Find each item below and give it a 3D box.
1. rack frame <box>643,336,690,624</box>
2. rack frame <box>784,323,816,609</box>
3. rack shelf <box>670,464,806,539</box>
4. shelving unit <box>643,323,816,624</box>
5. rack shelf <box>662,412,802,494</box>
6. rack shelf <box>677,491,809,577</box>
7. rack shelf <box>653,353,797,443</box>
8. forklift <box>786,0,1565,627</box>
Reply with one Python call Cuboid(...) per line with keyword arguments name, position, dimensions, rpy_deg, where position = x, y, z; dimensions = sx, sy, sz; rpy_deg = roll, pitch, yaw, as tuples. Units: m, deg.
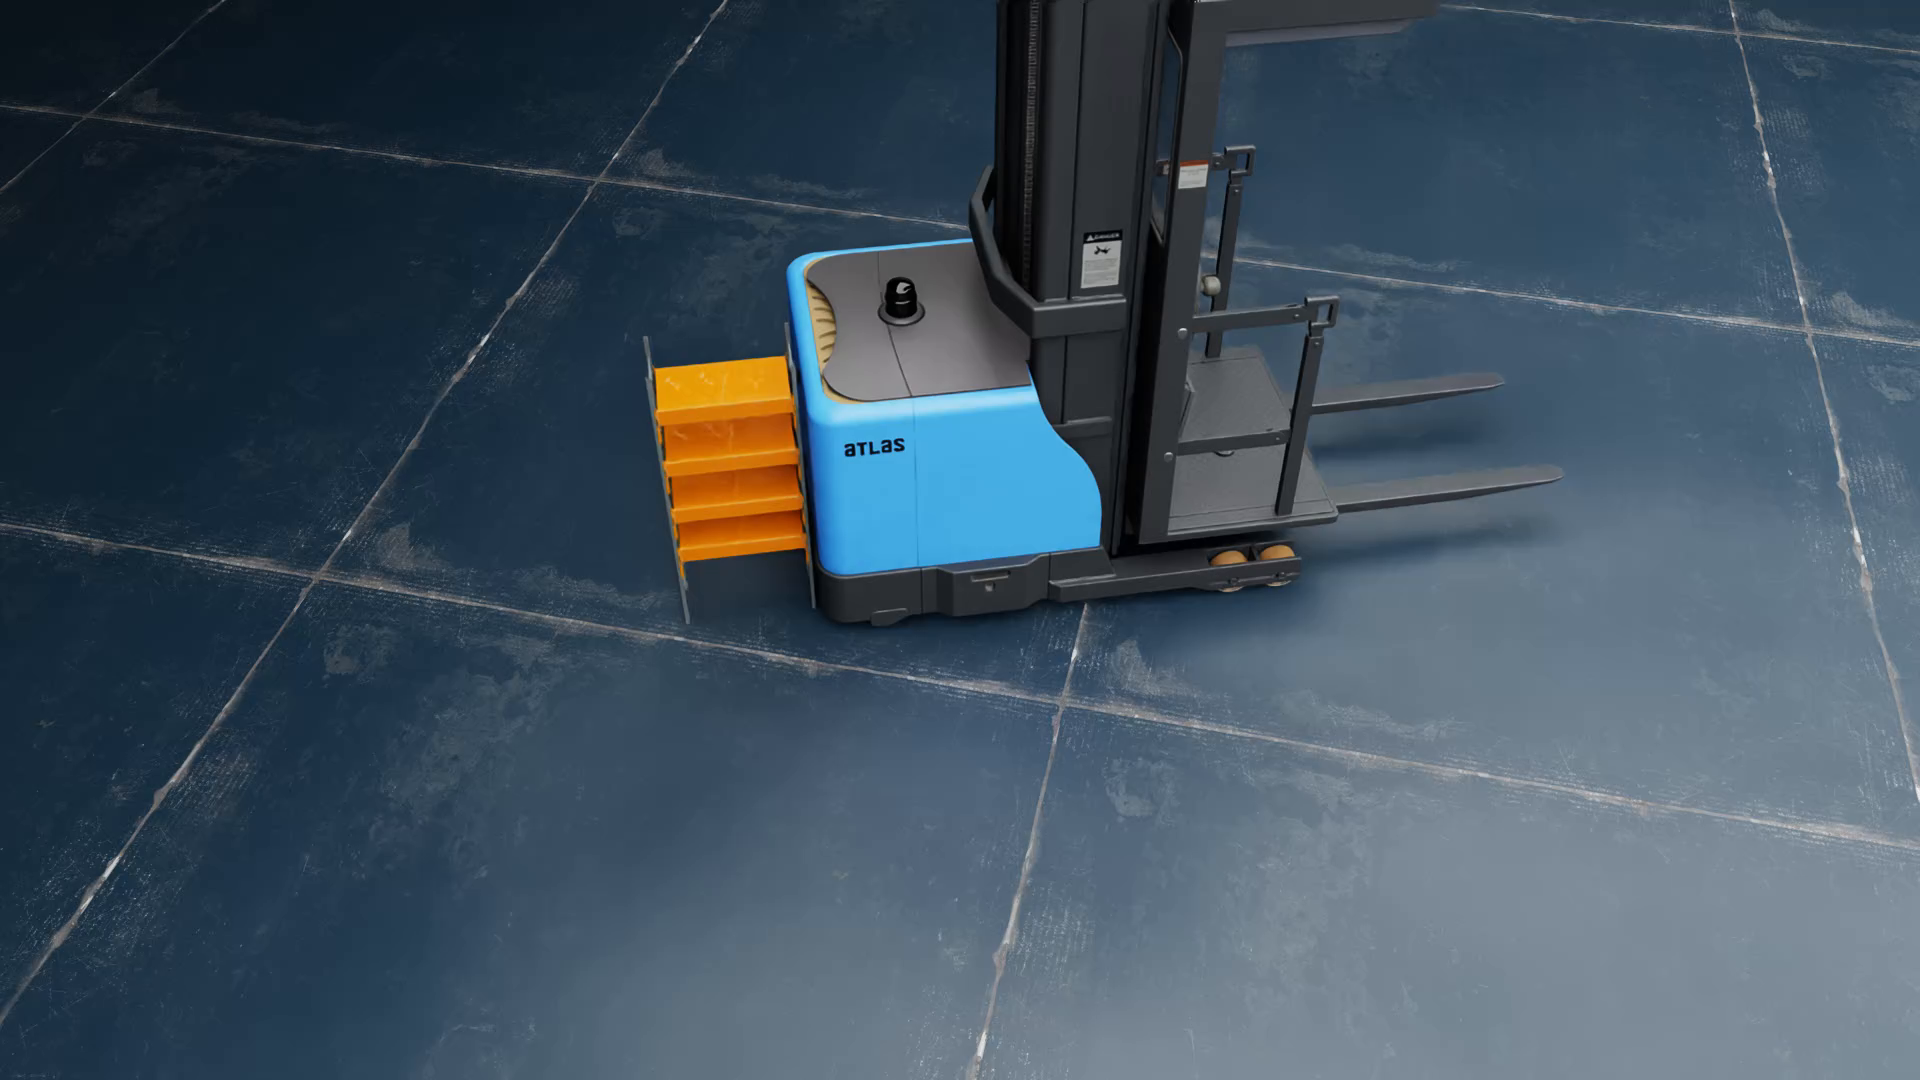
Cuboid(name="rack frame", position=(-1.068, -0.190, 6.082), dimensions=(0.015, 1.200, 0.240), rpy_deg=(-7, 44, -7))
Cuboid(name="rack frame", position=(-0.587, -0.245, 6.139), dimensions=(0.015, 1.200, 0.240), rpy_deg=(-7, 44, -7))
Cuboid(name="rack shelf", position=(-0.827, -0.169, 6.157), dimensions=(0.480, 0.148, 0.258), rpy_deg=(-7, 44, -7))
Cuboid(name="shelving unit", position=(-0.827, -0.217, 6.111), dimensions=(0.503, 1.200, 0.258), rpy_deg=(-7, 44, -7))
Cuboid(name="rack shelf", position=(-0.827, -0.330, 6.002), dimensions=(0.480, 0.148, 0.258), rpy_deg=(-7, 44, -7))
Cuboid(name="rack shelf", position=(-0.827, -0.026, 6.295), dimensions=(0.480, 0.148, 0.258), rpy_deg=(-7, 44, -7))
Cuboid(name="rack shelf", position=(-0.827, -0.500, 5.838), dimensions=(0.480, 0.148, 0.258), rpy_deg=(-7, 44, -7))
Cuboid(name="forklift", position=(0.889, -1.209, 5.892), dimensions=(3.031, 2.935, 1.130), rpy_deg=(-7, 44, -7))
